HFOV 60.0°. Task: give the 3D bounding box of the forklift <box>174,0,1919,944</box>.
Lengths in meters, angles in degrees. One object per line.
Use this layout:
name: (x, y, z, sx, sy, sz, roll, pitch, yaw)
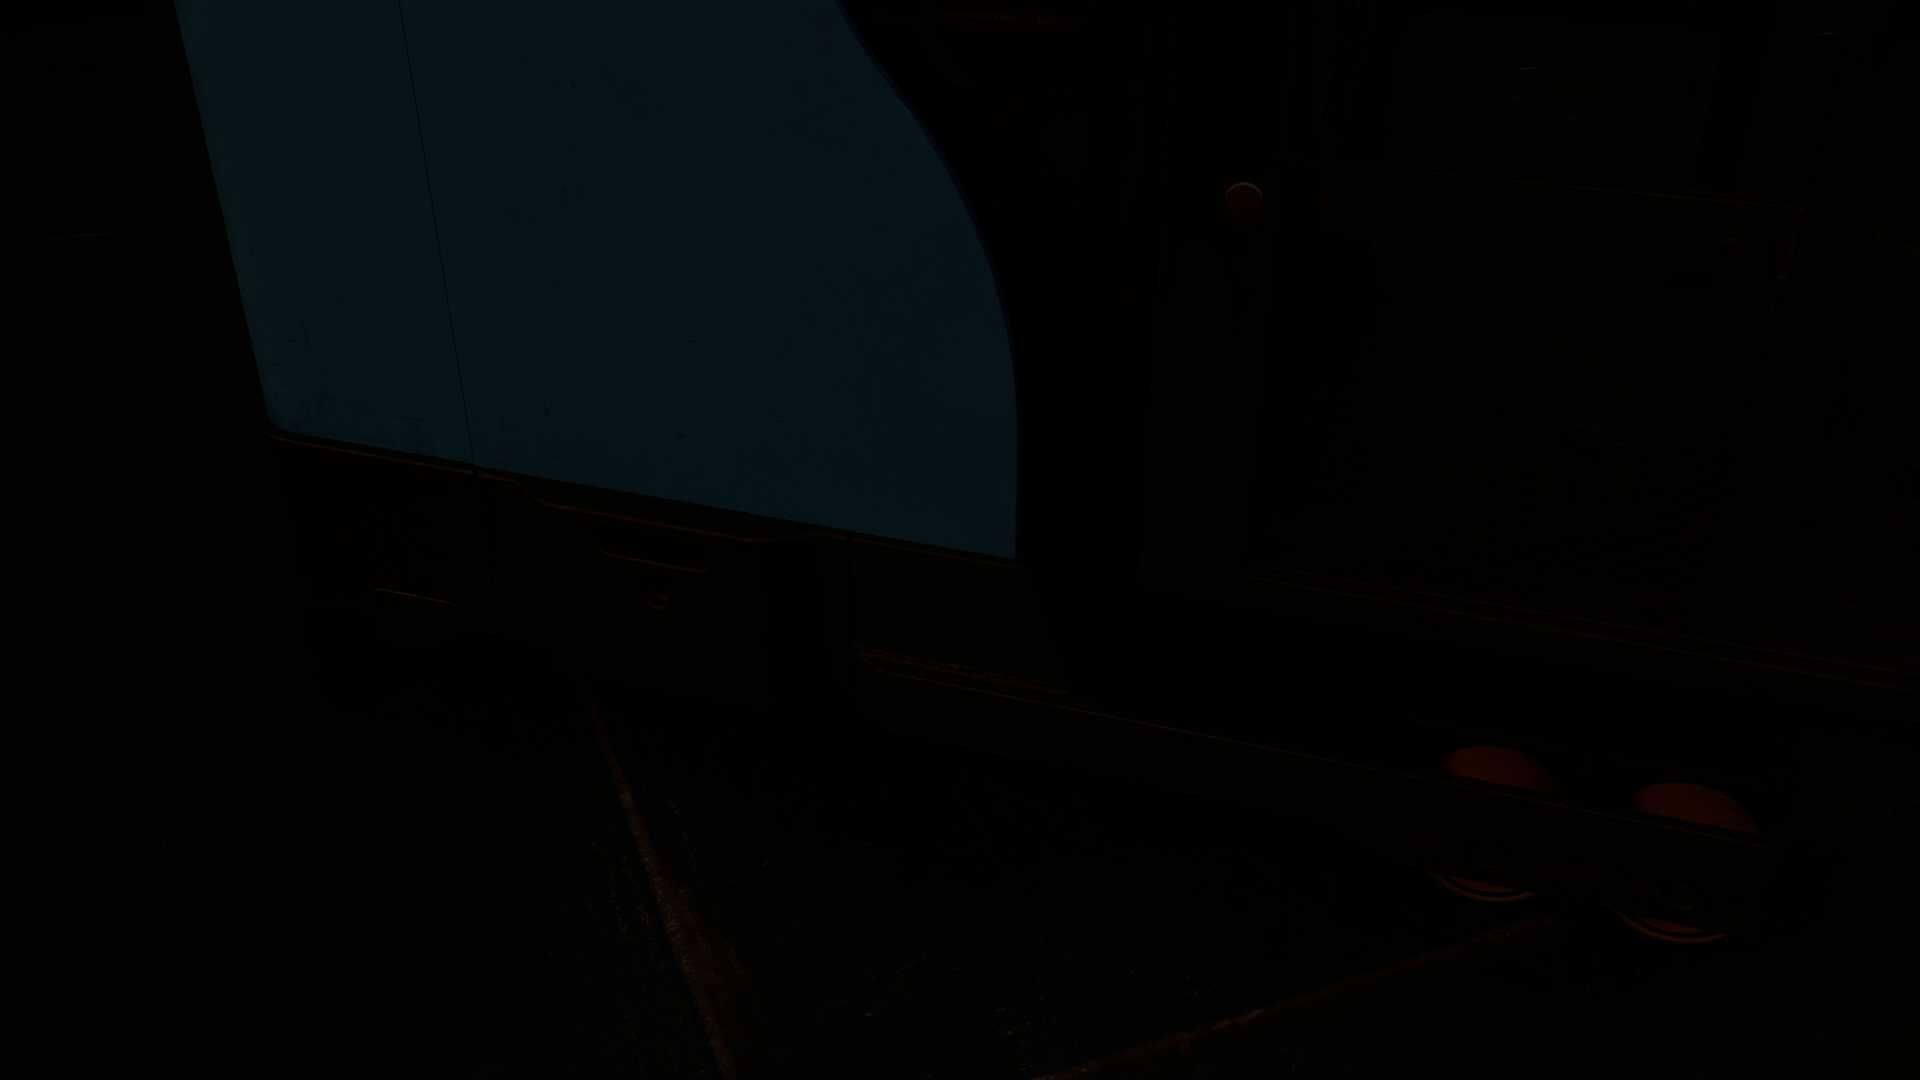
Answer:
forklift: (0.657, -1.146, 1.551, 3.031, 2.935, 1.130, 10, 31, 17)
